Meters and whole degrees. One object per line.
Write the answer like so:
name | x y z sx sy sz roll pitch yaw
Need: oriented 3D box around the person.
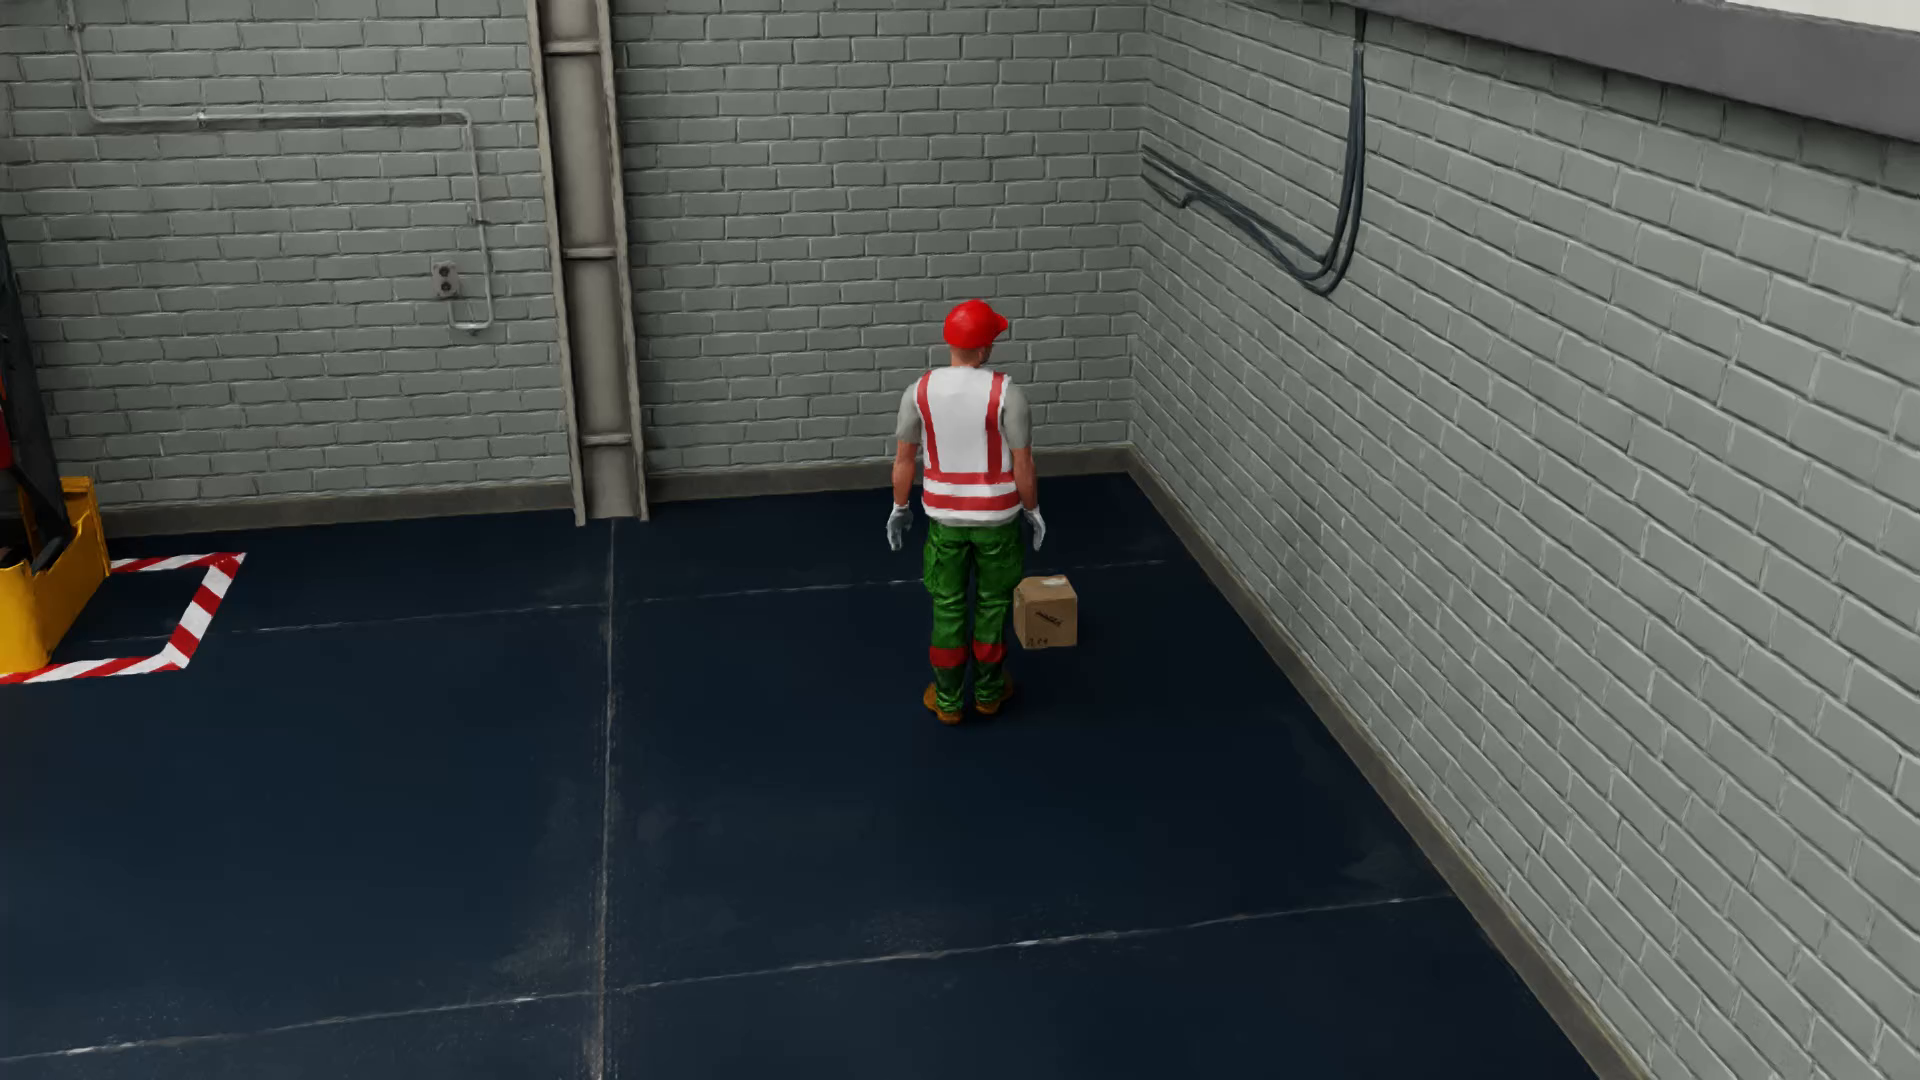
person | 0.032 -0.120 6.780 0.648 1.791 0.428 4 24 10
